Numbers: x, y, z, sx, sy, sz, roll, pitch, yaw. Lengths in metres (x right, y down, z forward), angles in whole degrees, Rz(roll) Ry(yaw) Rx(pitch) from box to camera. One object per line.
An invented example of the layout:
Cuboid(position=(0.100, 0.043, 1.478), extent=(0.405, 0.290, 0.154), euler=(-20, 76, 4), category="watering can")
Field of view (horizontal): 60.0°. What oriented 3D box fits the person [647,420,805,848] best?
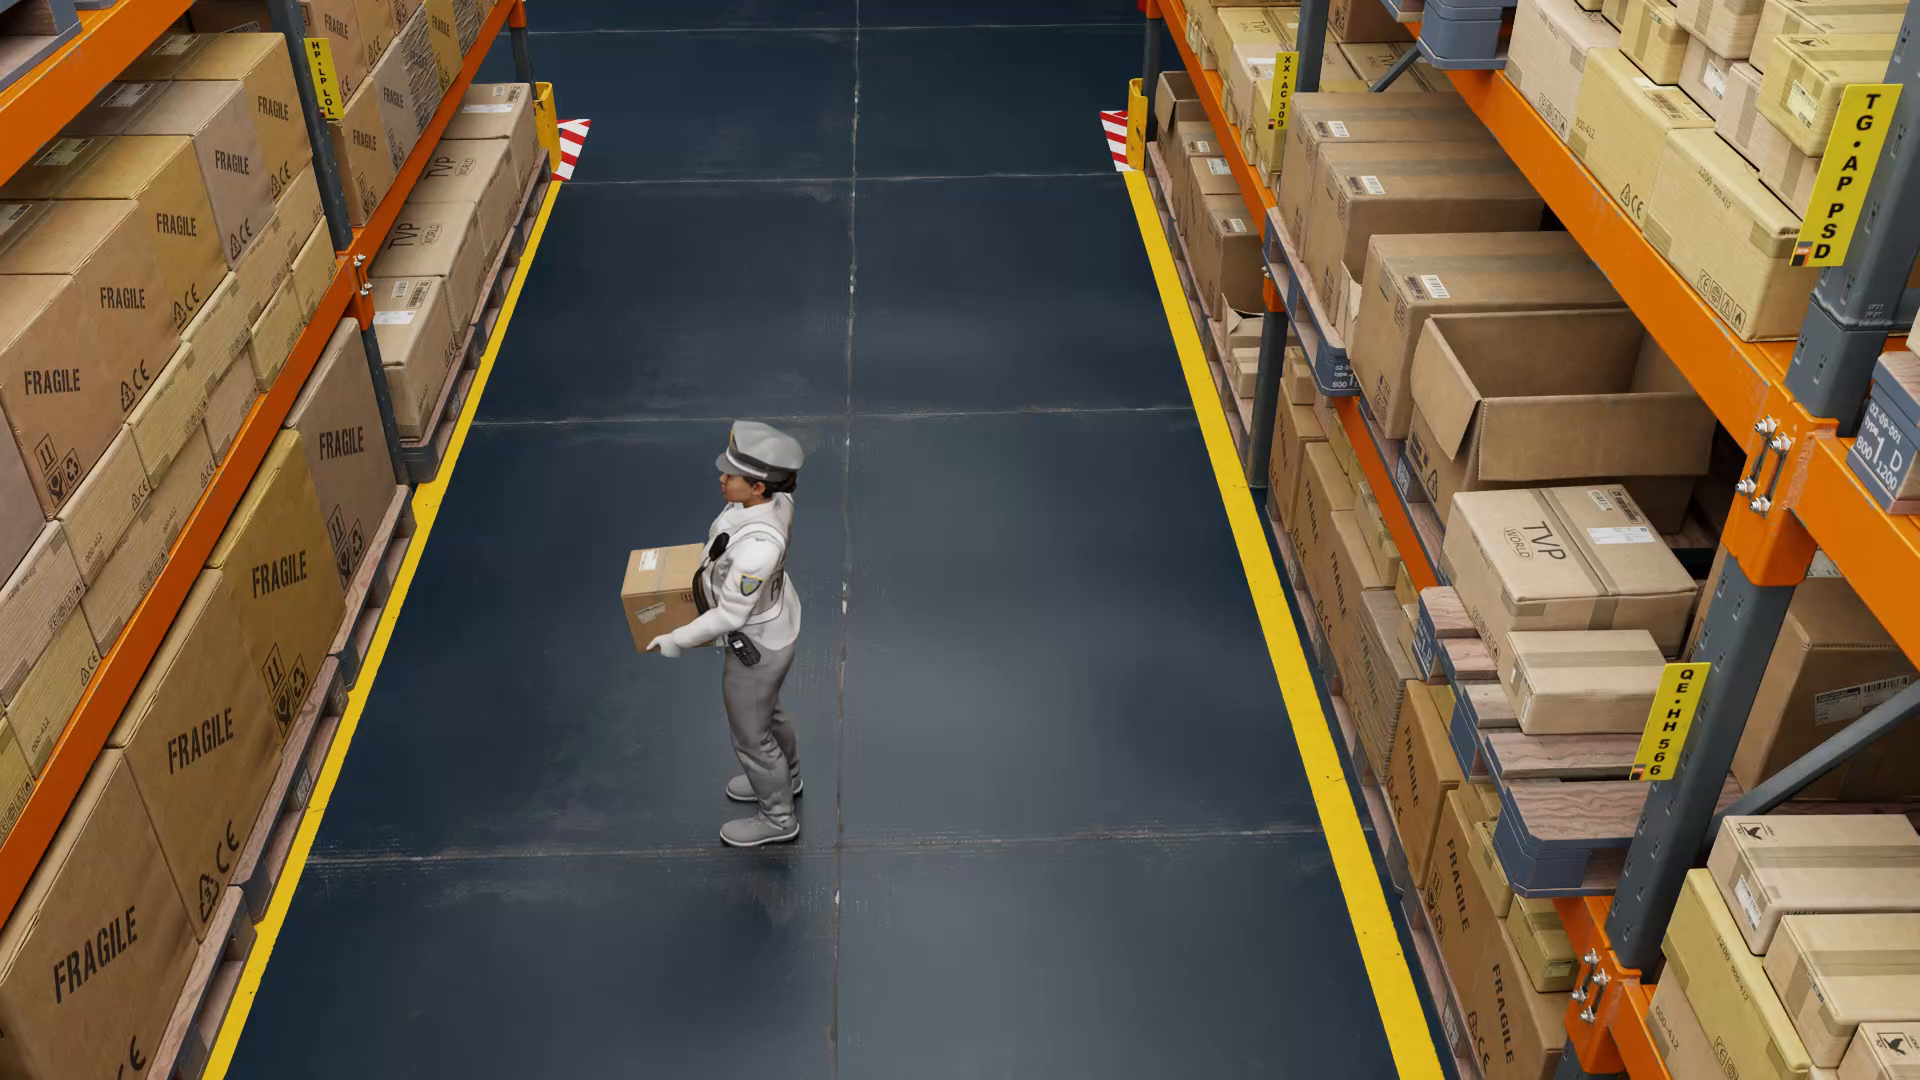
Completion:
Cuboid(position=(-0.767, 0.327, 5.667), extent=(0.551, 1.686, 0.459), euler=(-1, 35, -1), category="person")
